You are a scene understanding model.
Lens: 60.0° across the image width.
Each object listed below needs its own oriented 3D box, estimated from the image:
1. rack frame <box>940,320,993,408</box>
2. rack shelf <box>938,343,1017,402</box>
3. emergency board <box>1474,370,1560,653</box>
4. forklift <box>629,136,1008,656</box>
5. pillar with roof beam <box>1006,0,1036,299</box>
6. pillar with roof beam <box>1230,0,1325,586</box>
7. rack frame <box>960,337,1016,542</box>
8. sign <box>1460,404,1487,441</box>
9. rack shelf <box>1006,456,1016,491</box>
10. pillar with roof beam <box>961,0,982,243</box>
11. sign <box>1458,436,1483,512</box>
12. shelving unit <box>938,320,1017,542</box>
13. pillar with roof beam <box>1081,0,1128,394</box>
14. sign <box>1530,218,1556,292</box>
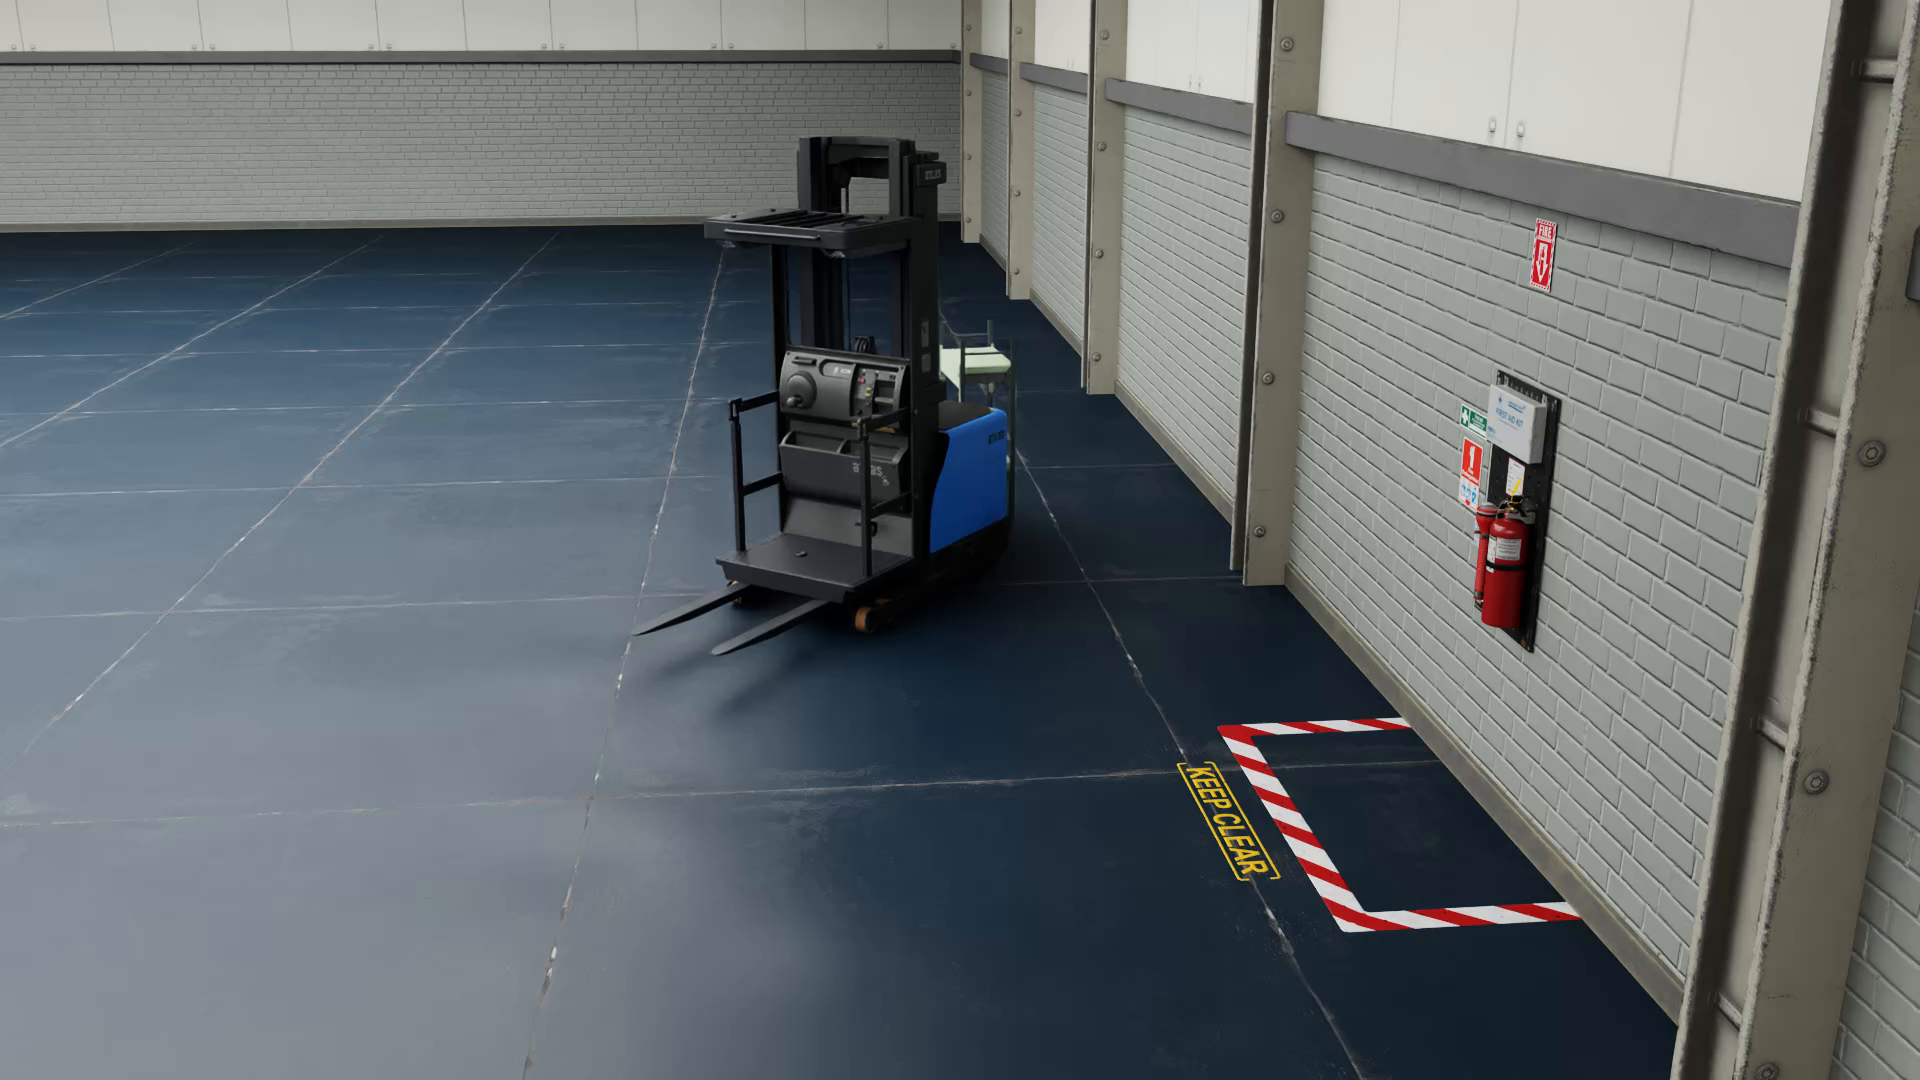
[{"bbox_3d":[0.048,-0.912,12.578,0.400,1.500,0.023,-4,18,-11],"label":"rack frame"},{"bbox_3d":[0.123,-1.177,12.120,0.431,0.370,0.720,-4,18,-11],"label":"rack shelf"},{"bbox_3d":[2.451,-0.136,7.603,0.194,1.169,0.643,-2,18,-6],"label":"emergency board"},{"bbox_3d":[-0.858,-0.977,10.397,1.130,2.935,3.031,10,20,30],"label":"forklift"},{"bbox_3d":[-3.471,-7.491,21.014,9.100,9.000,0.400,-2,18,-6],"label":"pillar with roof beam"},{"bbox_3d":[-2.233,-3.916,9.626,9.100,9.000,0.400,-2,18,-6],"label":"pillar with roof beam"},{"bbox_3d":[0.198,-0.697,11.895,0.400,1.500,0.023,-4,18,-11],"label":"rack frame"},{"bbox_3d":[2.488,-0.572,8.048,0.001,0.109,0.331,-2,18,-6],"label":"sign"},{"bbox_3d":[0.123,-0.494,12.334,0.431,0.370,0.720,-4,18,-11],"label":"rack shelf"},{"bbox_3d":[-4.089,-9.279,26.708,9.100,9.000,0.400,-2,18,-6],"label":"pillar with roof beam"},{"bbox_3d":[2.497,-0.321,8.133,0.001,0.329,0.234,-2,18,-6],"label":"sign"},{"bbox_3d":[0.123,-0.805,12.237,0.431,1.500,0.755,-4,18,-11],"label":"shelving unit"},{"bbox_3d":[-2.852,-5.703,15.320,9.100,9.000,0.400,-2,18,-6],"label":"pillar with roof beam"},{"bbox_3d":[2.549,-1.248,7.274,0.001,0.298,0.199,-2,18,-6],"label":"sign"}]
